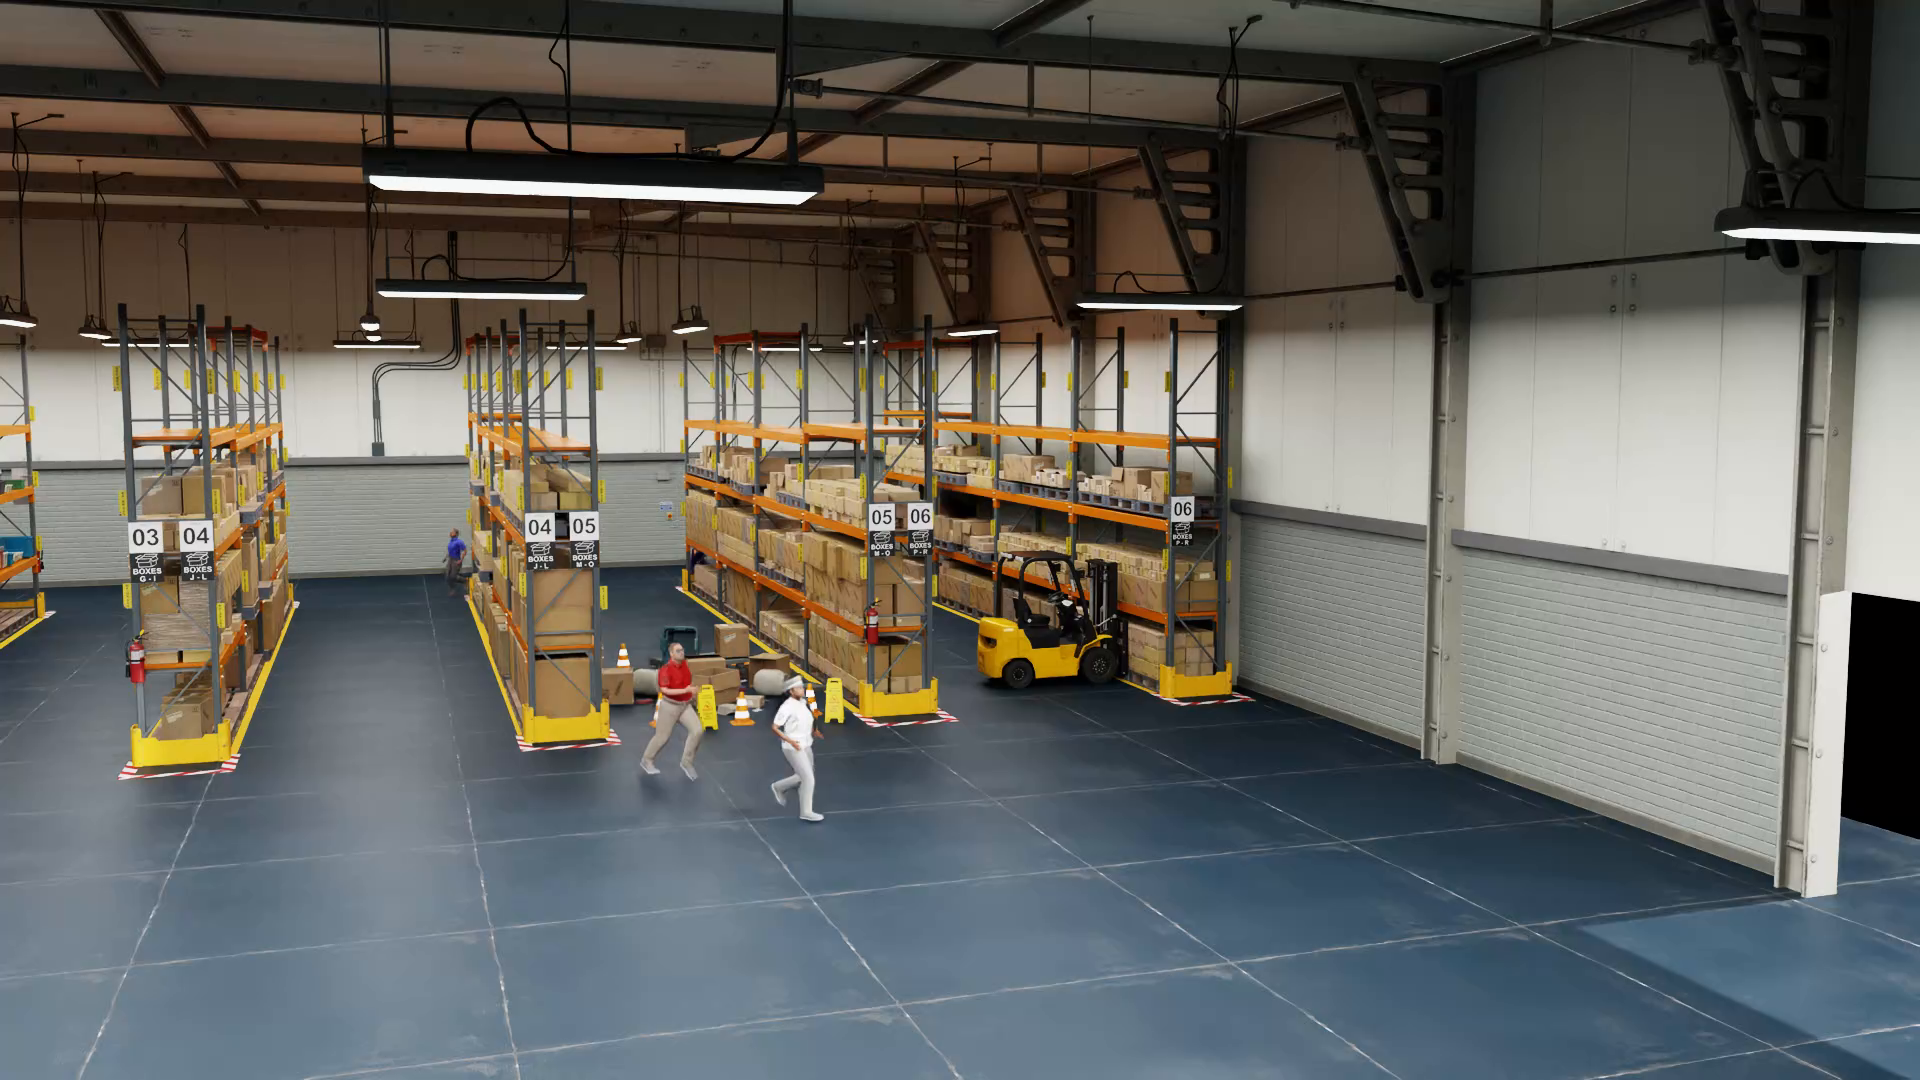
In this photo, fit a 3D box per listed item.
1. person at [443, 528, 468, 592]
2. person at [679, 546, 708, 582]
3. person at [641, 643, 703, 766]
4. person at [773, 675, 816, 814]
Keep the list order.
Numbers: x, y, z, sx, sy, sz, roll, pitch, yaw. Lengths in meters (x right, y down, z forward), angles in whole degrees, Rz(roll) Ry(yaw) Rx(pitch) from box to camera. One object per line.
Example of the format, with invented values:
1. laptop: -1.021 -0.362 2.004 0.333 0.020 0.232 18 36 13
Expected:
1. person: -11.811 0.475 38.958 0.613 1.514 0.512 4 7 36
2. person: -6.545 0.339 41.278 0.901 1.399 0.641 -1 5 -6
3. person: -3.590 2.064 20.996 0.887 1.571 0.672 3 6 32
4. person: -1.906 2.335 19.074 0.609 1.594 0.546 3 6 25
